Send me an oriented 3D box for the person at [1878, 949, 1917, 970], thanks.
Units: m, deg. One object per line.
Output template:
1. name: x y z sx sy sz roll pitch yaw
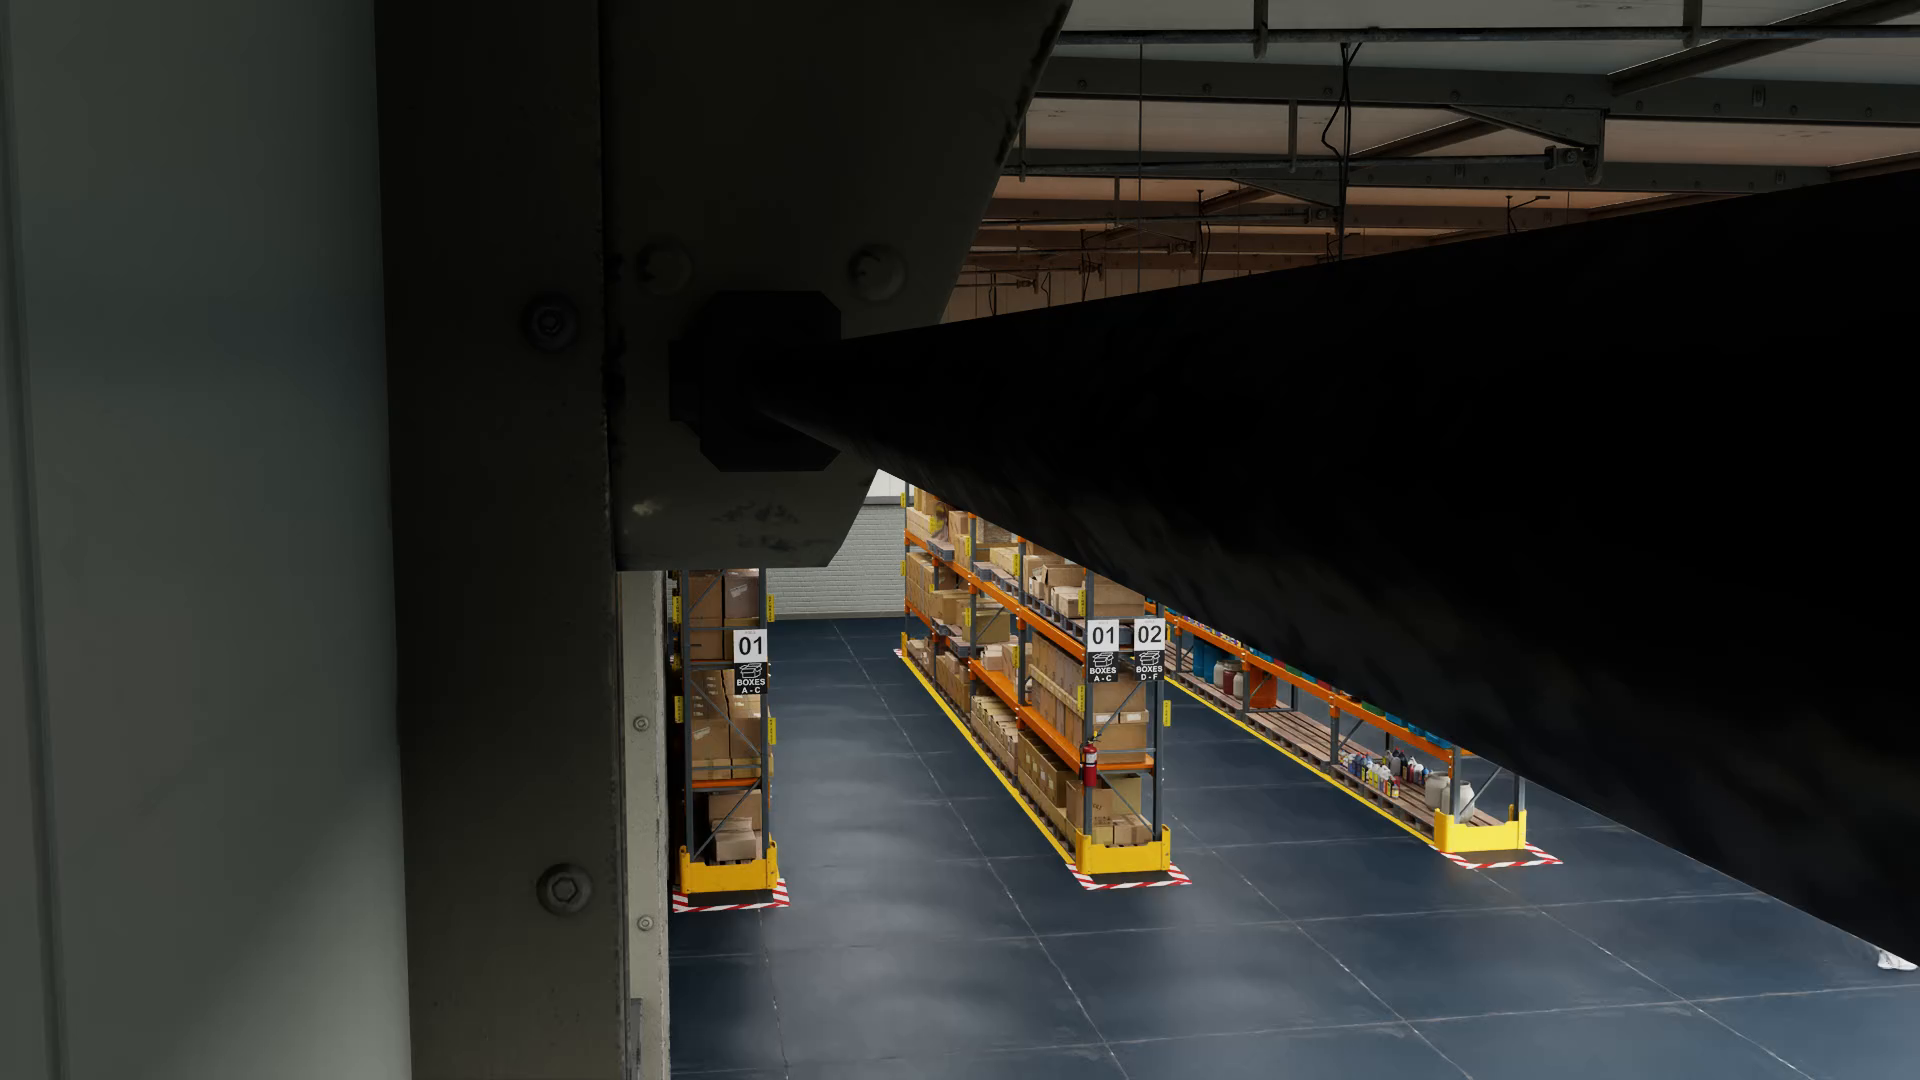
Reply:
1. person: 9.963 3.663 17.424 0.628 1.732 0.704 1 6 12
